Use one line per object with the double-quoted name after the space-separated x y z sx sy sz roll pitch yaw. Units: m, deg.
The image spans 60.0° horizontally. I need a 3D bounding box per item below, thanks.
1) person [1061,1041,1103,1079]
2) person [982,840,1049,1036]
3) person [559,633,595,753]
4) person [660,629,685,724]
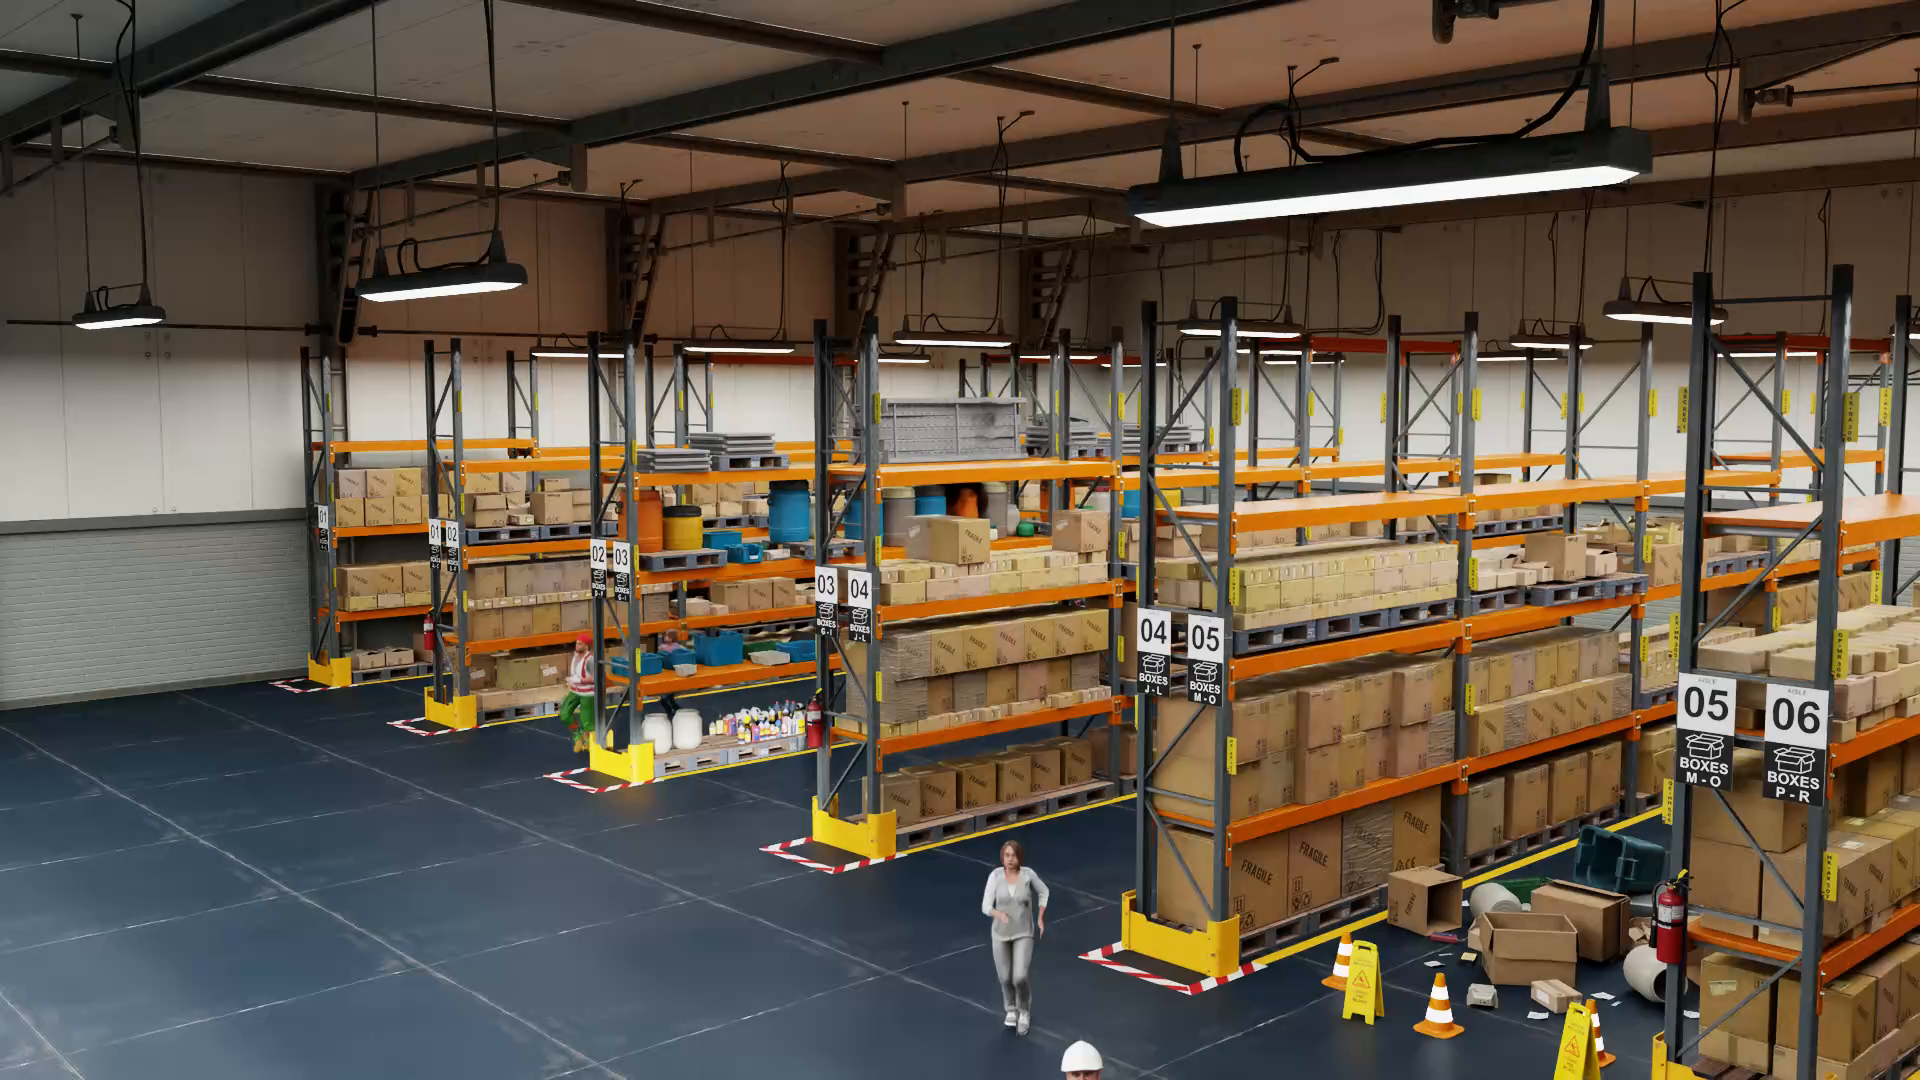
0.659 3.521 8.828 0.640 1.795 0.777 1 5 9 "person"
0.431 3.192 13.338 0.510 1.579 0.644 1 5 10 "person"
-5.391 2.203 23.820 0.670 1.776 0.634 3 6 28 "person"
-4.399 2.152 25.239 0.640 1.618 0.514 -5 7 -45 "person"
